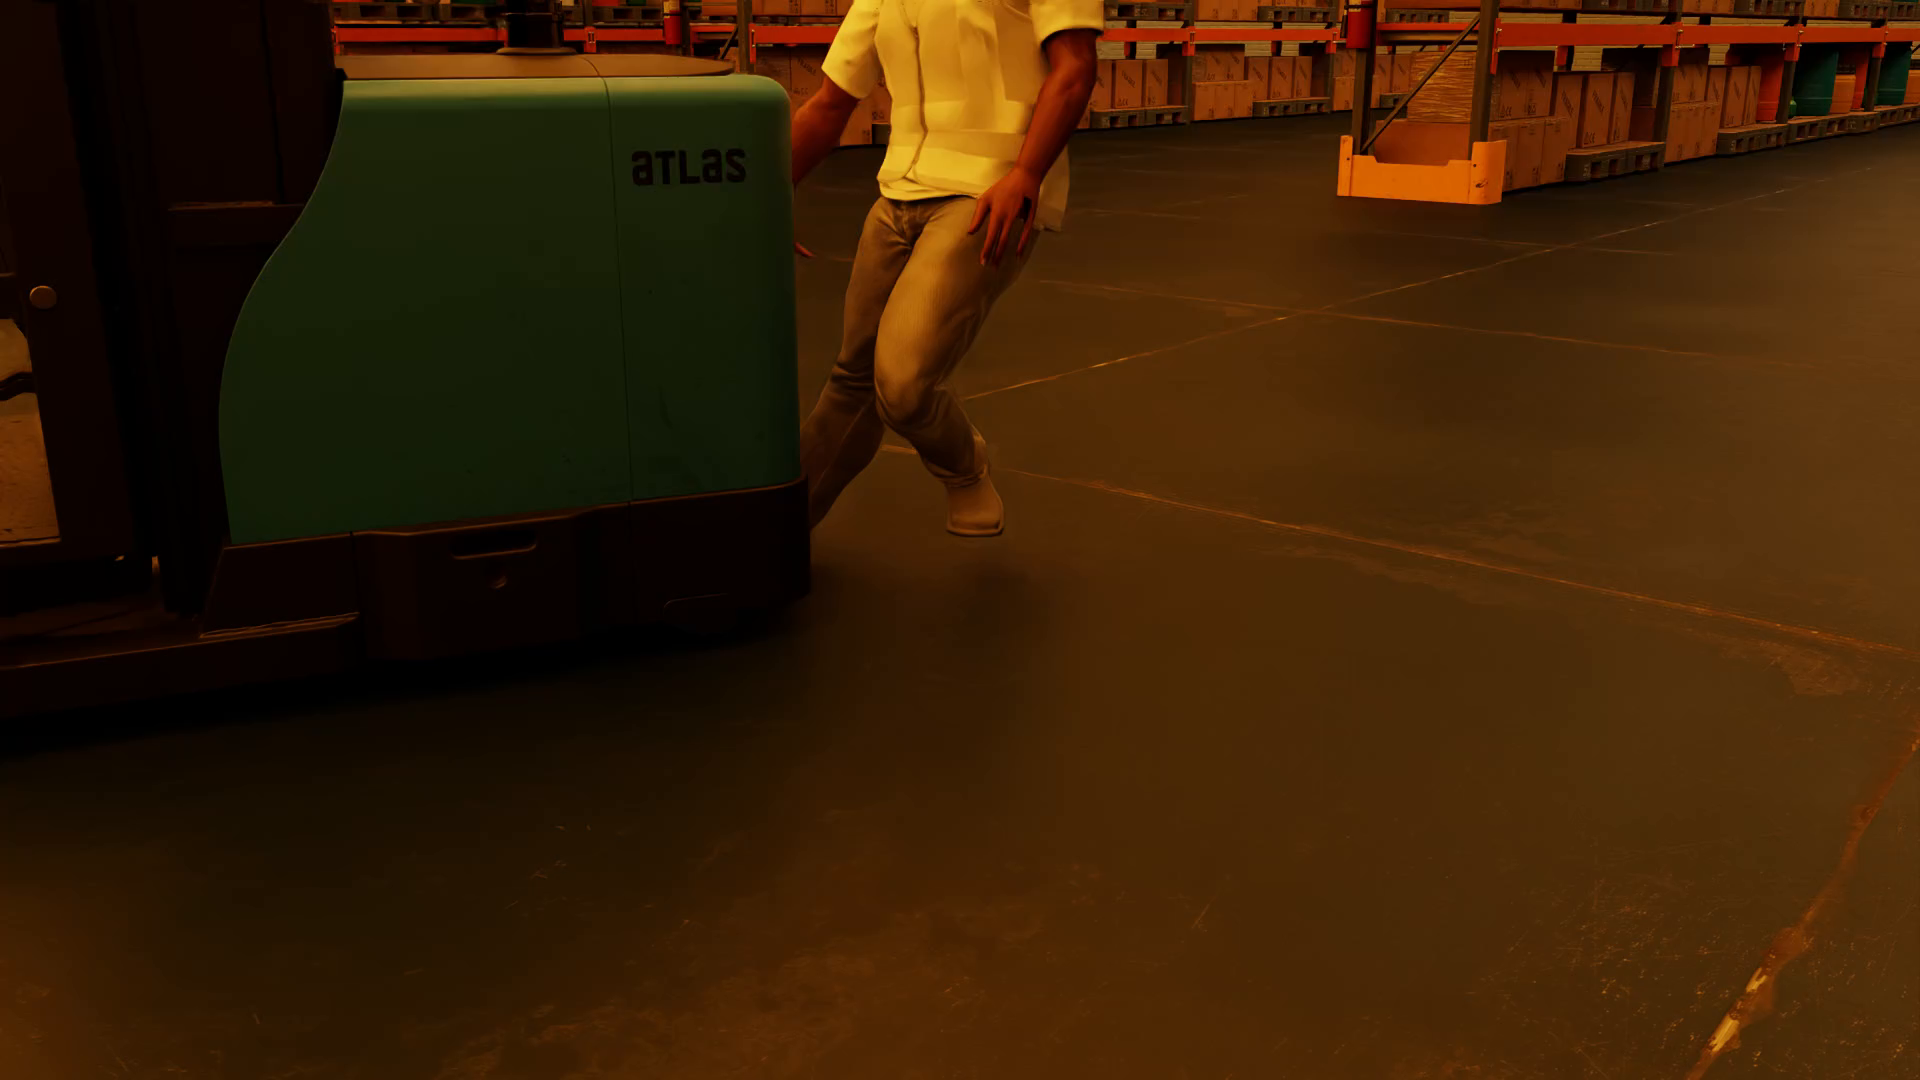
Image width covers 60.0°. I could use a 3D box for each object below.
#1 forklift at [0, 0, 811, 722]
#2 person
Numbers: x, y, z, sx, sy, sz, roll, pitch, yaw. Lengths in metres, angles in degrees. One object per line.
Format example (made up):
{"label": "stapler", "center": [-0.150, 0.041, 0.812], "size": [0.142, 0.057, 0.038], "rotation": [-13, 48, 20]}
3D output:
{"label": "forklift", "center": [-1.865, -1.179, 2.780], "size": [3.031, 2.935, 1.130], "rotation": [-7, 18, -23]}
{"label": "person", "center": [-0.154, -0.690, 3.349], "size": [0.732, 1.679, 0.755], "rotation": [-13, 21, -36]}
